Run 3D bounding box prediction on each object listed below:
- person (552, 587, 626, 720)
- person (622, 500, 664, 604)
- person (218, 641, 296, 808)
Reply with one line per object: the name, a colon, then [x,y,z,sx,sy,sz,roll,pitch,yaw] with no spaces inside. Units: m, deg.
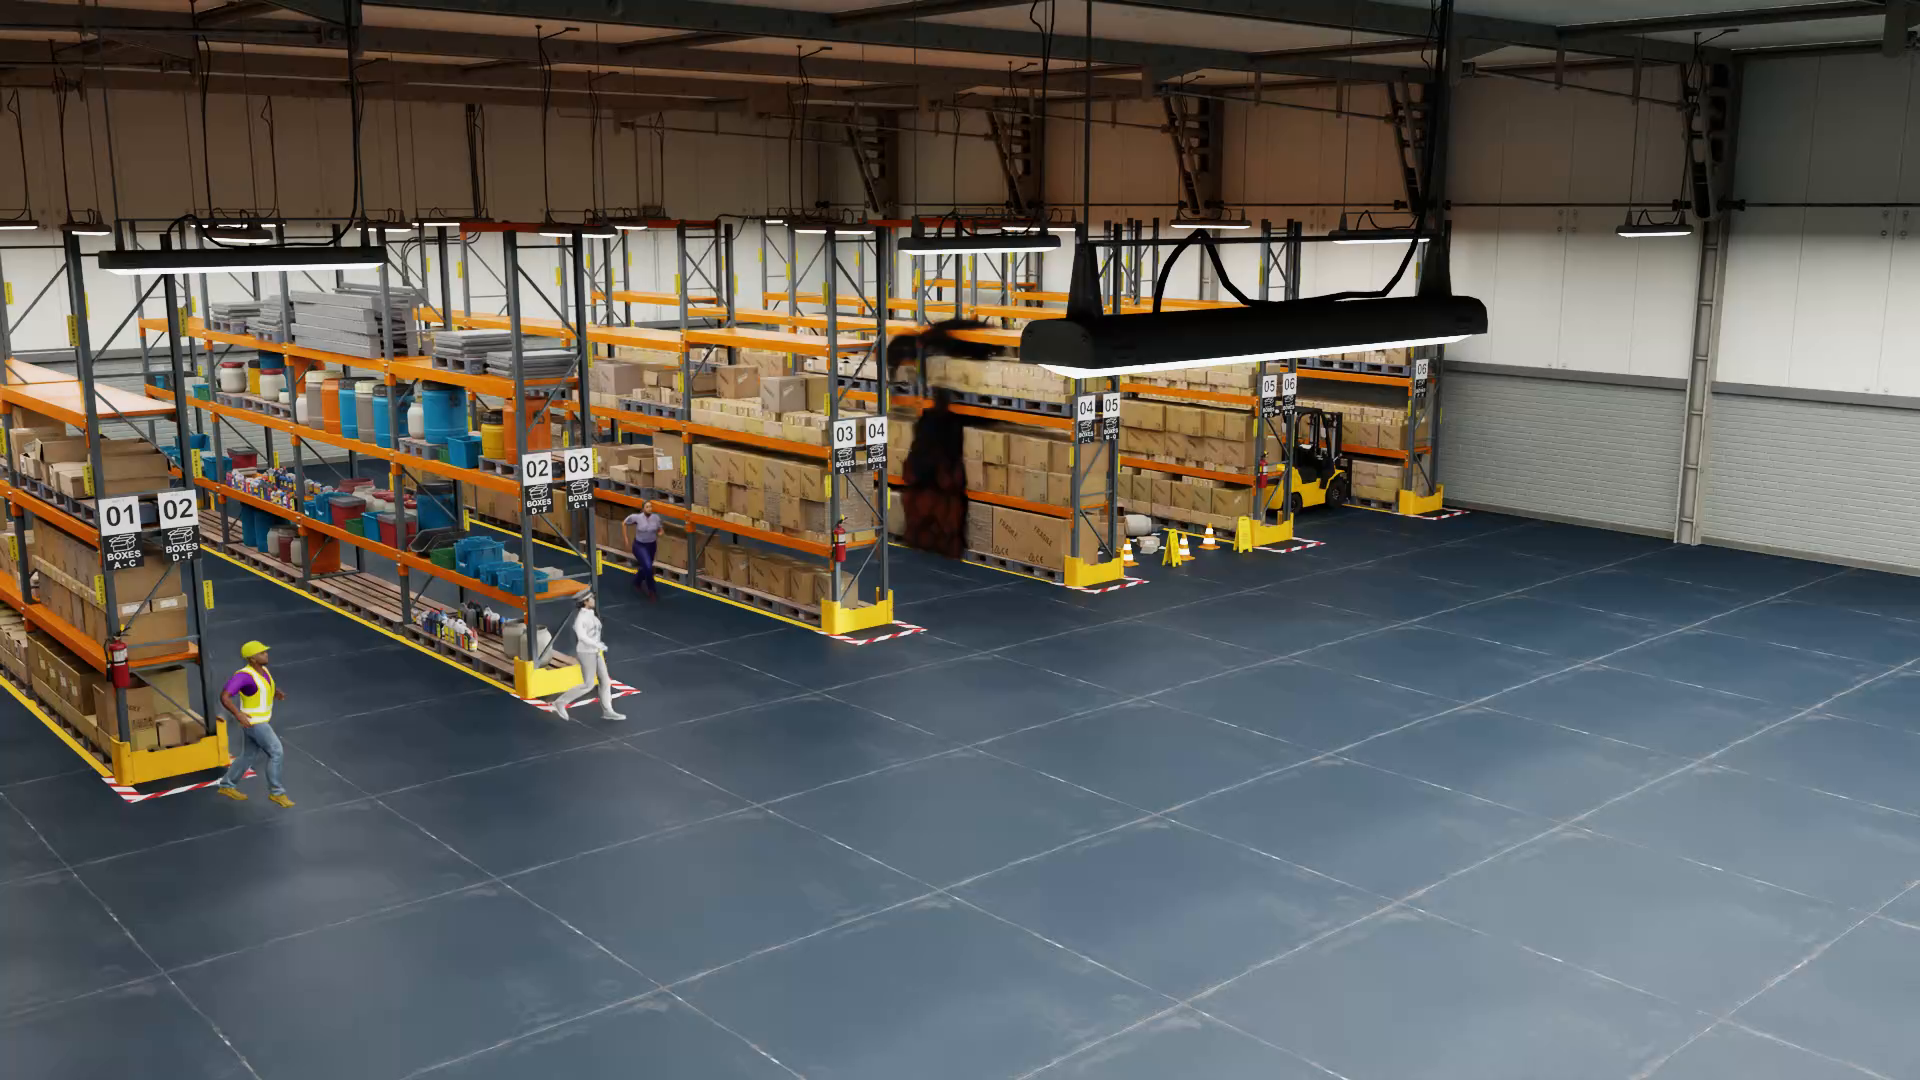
person: [-4.616,1.408,20.670,0.883,1.650,0.671,-1,11,-6]
person: [-5.118,0.168,26.961,0.627,1.695,0.877,-9,15,-38]
person: [-7.540,1.959,17.730,0.798,1.823,0.702,-3,12,-13]
